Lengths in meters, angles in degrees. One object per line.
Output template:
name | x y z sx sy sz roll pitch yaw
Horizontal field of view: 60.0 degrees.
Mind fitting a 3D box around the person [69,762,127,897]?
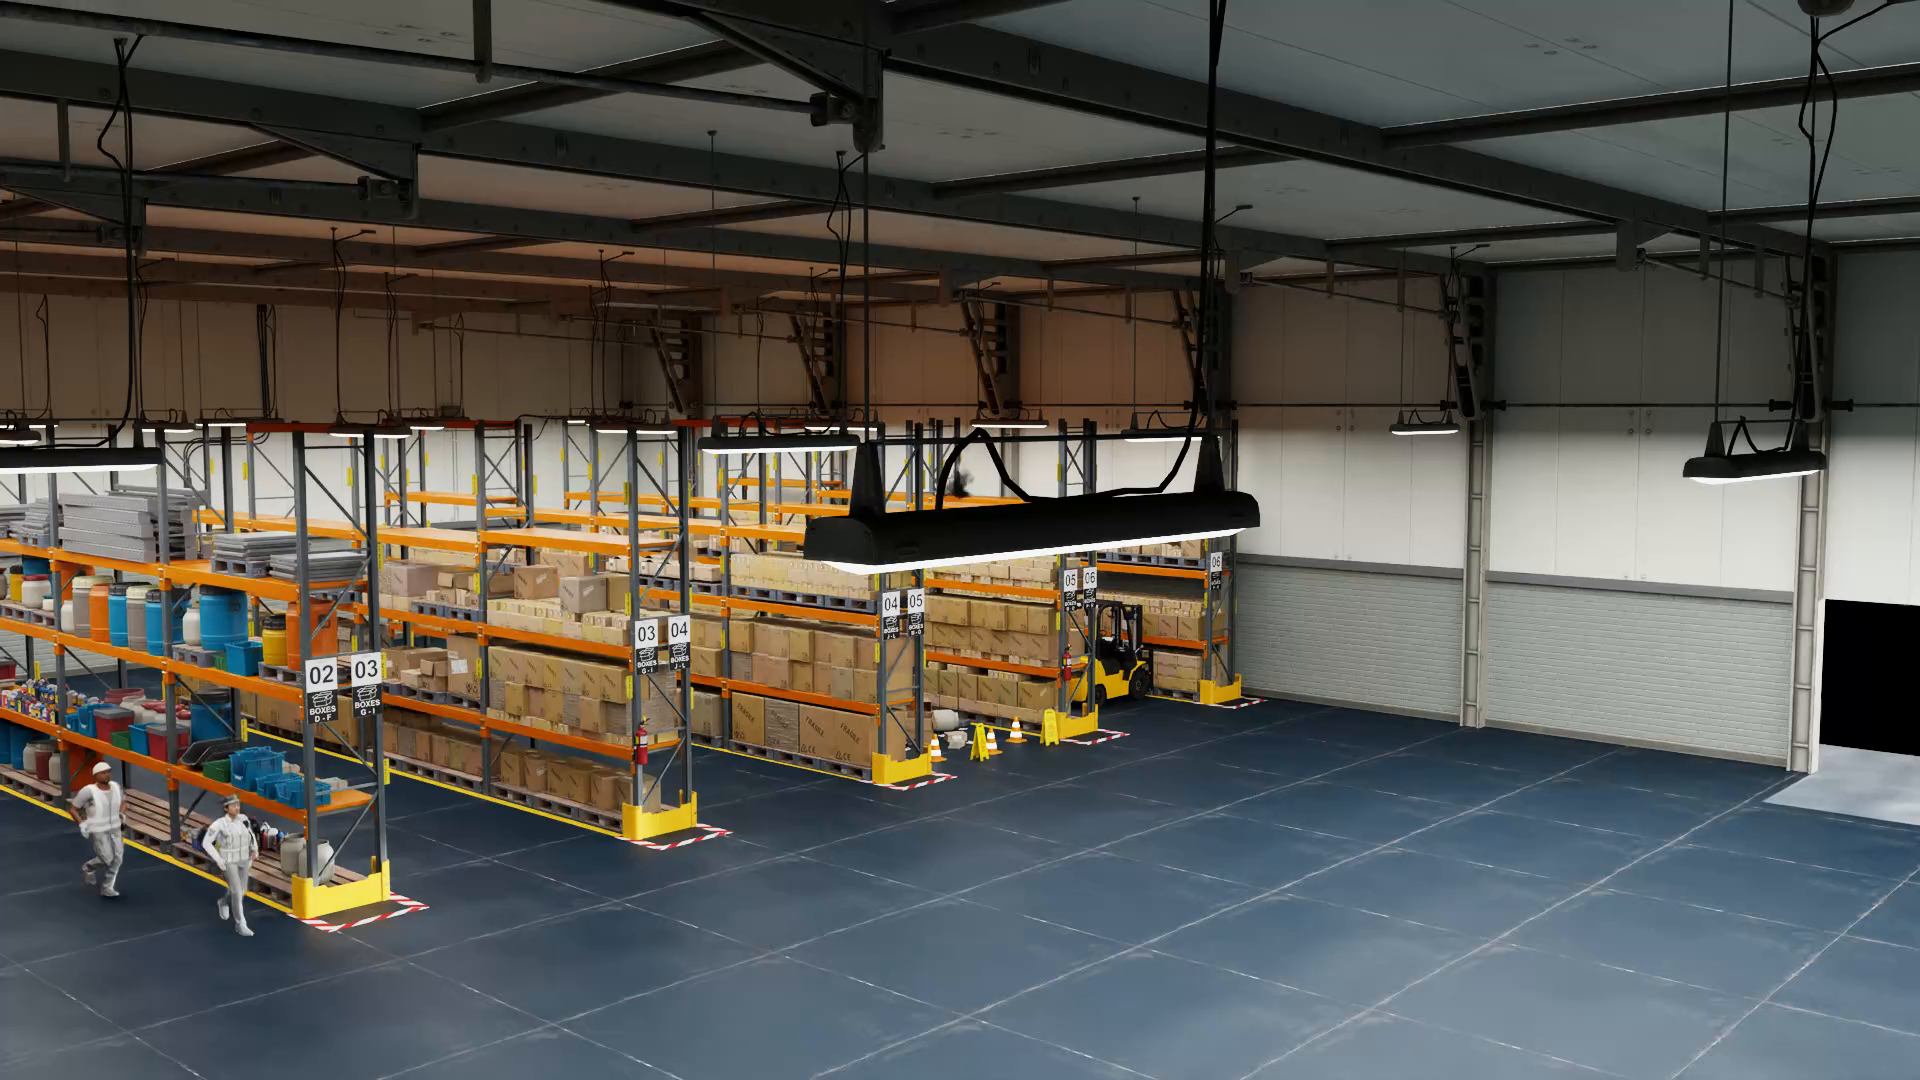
person | -11.012 3.718 21.382 0.607 1.737 0.699 2 5 27

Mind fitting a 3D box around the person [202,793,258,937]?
person | -8.752 3.875 19.986 0.793 1.697 0.641 3 6 32
